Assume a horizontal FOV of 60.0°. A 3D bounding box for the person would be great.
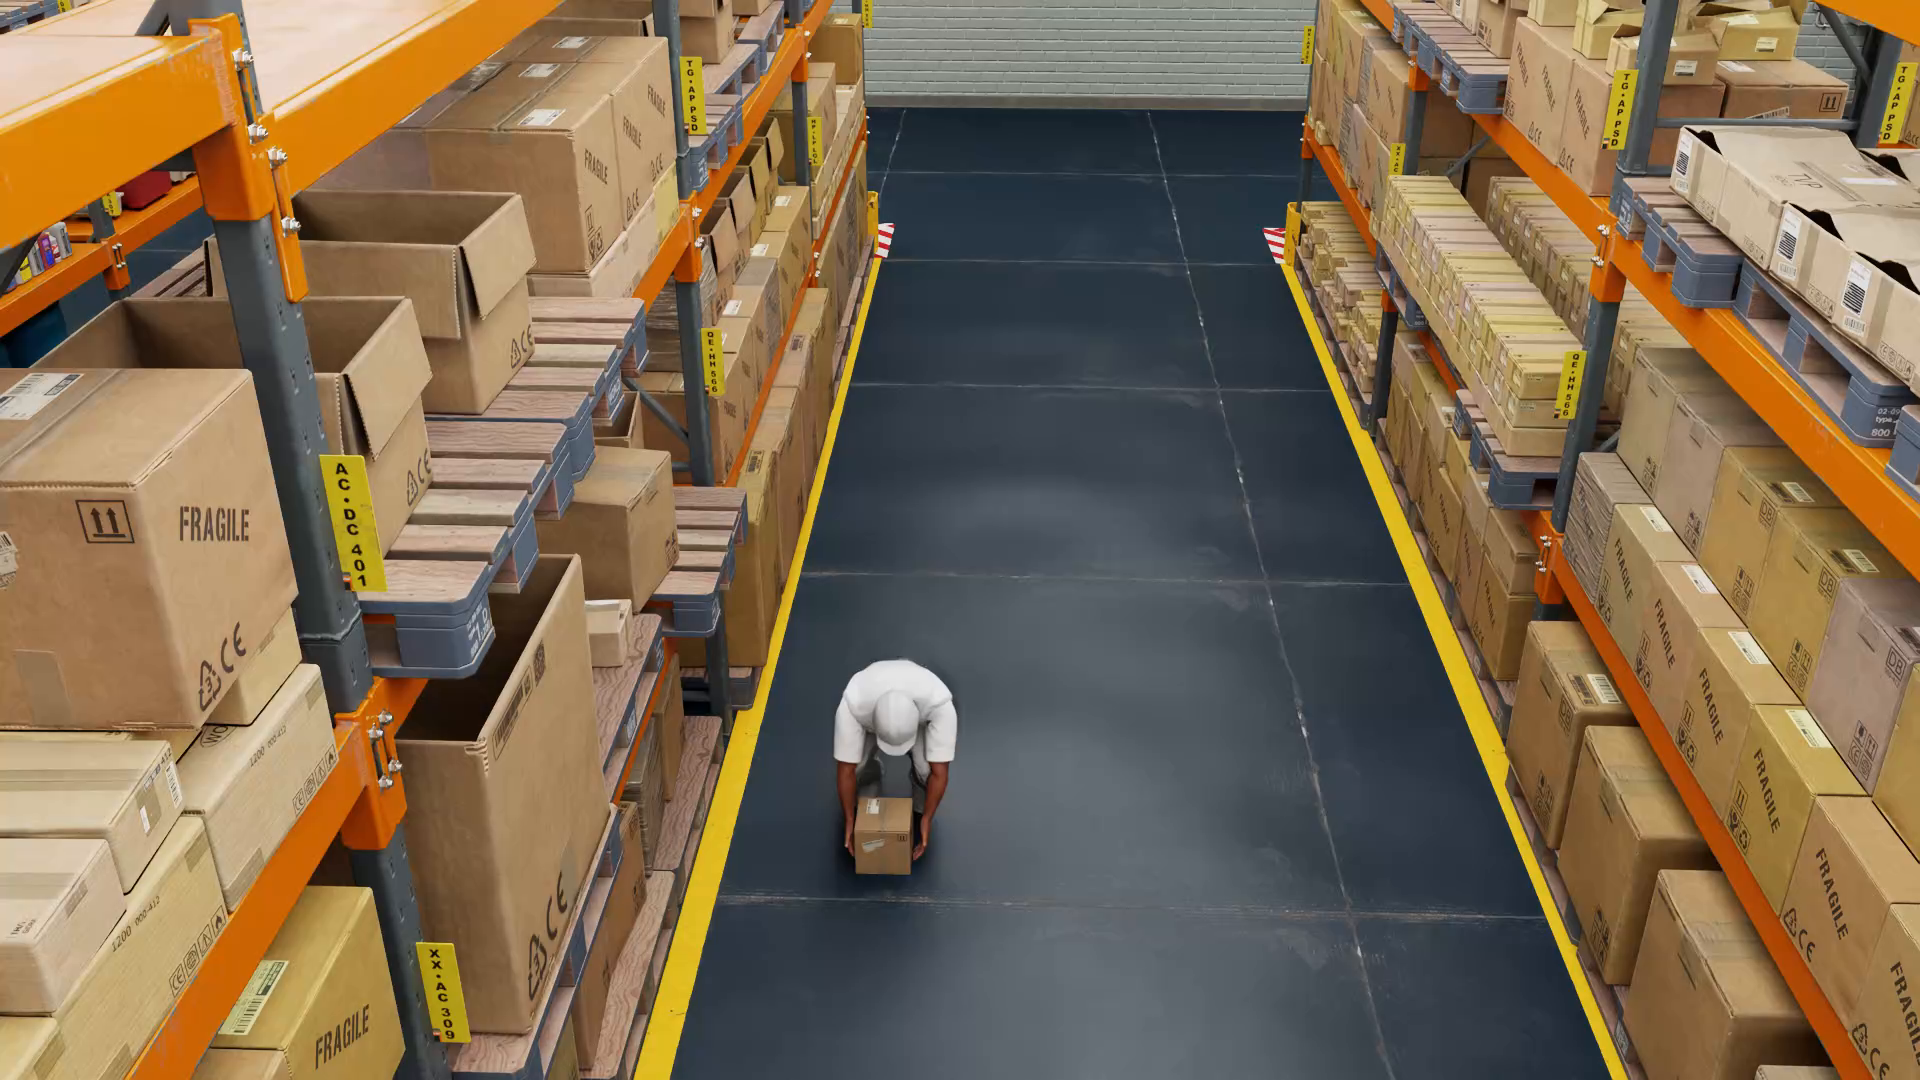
[{"bbox_3d":[-0.288,0.918,7.788,0.568,0.903,0.896,2,28,5],"label":"person"}]
